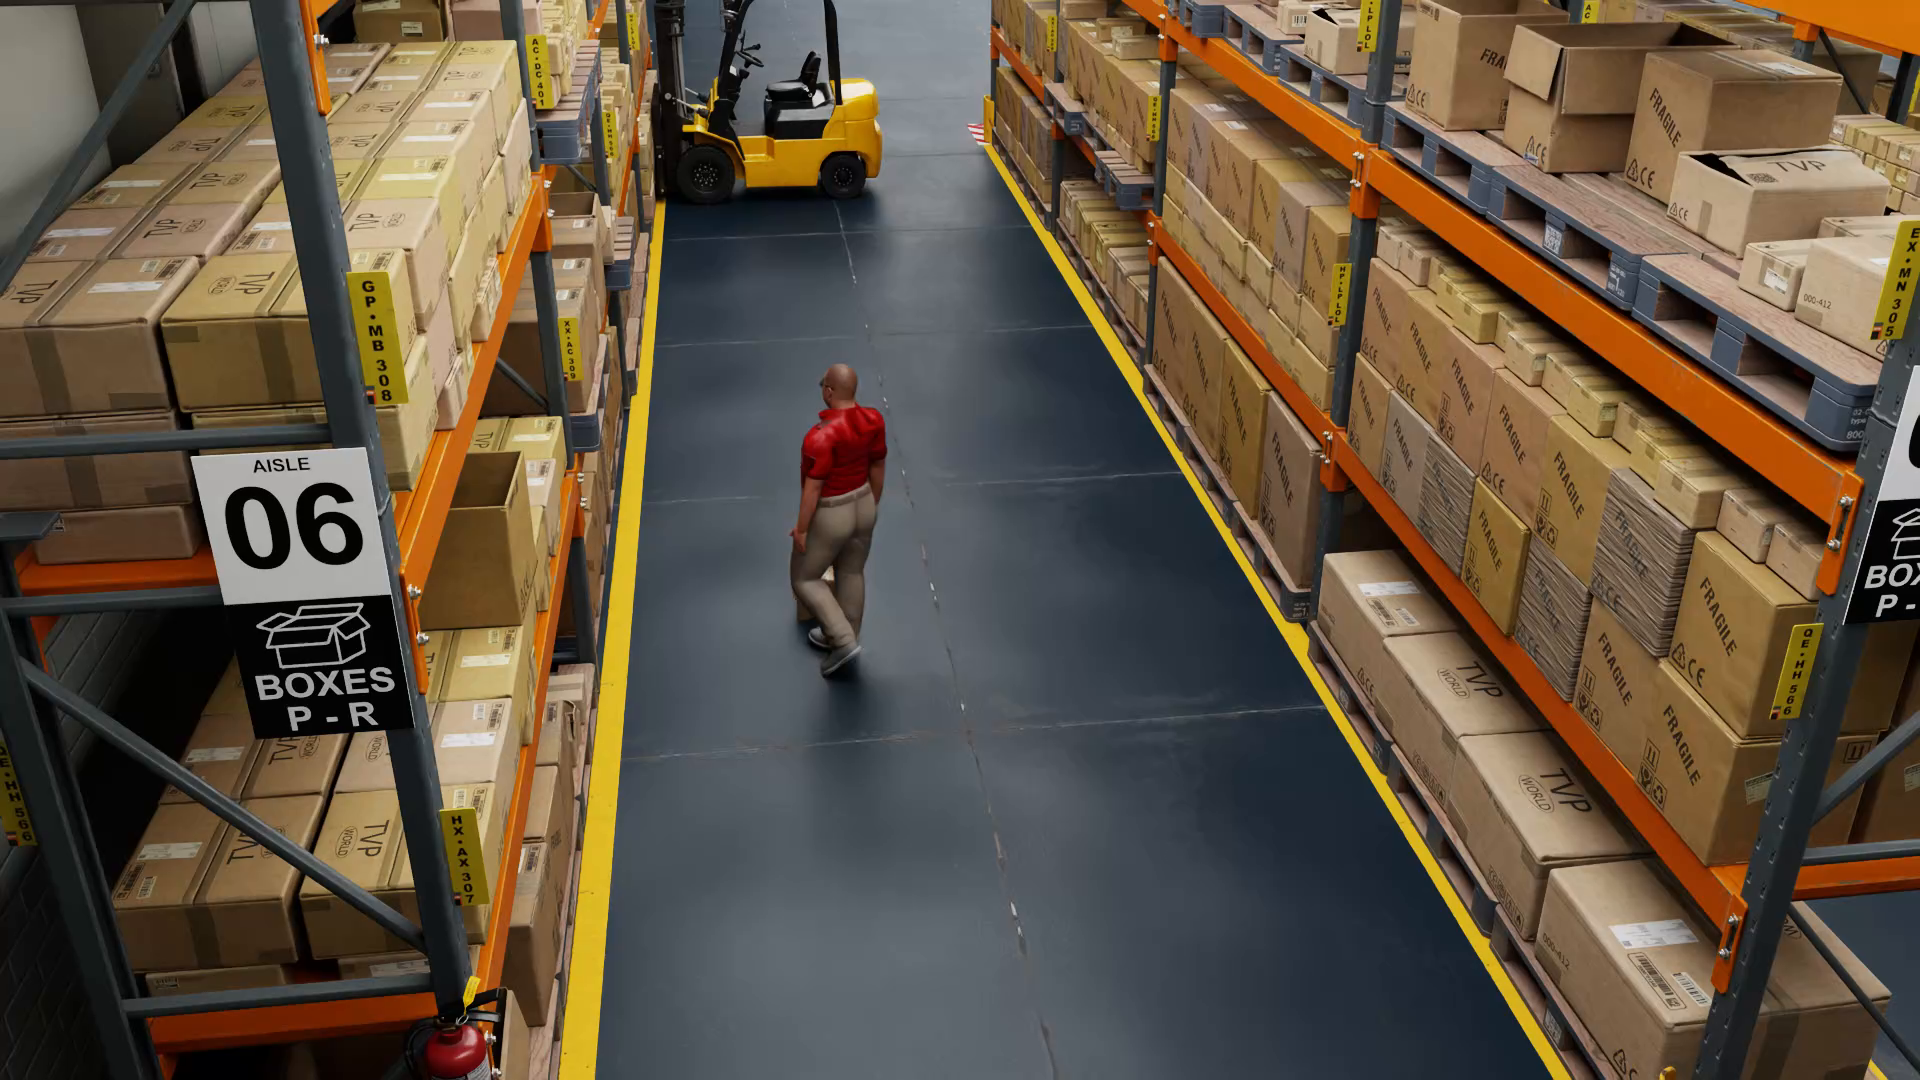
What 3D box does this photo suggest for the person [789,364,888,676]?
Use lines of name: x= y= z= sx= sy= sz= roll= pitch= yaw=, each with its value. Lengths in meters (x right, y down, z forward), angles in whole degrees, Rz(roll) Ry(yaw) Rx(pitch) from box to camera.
person: x=-0.652 y=-0.120 z=8.871 sx=0.530 sy=1.743 sz=0.560 roll=22 pitch=35 yaw=37
